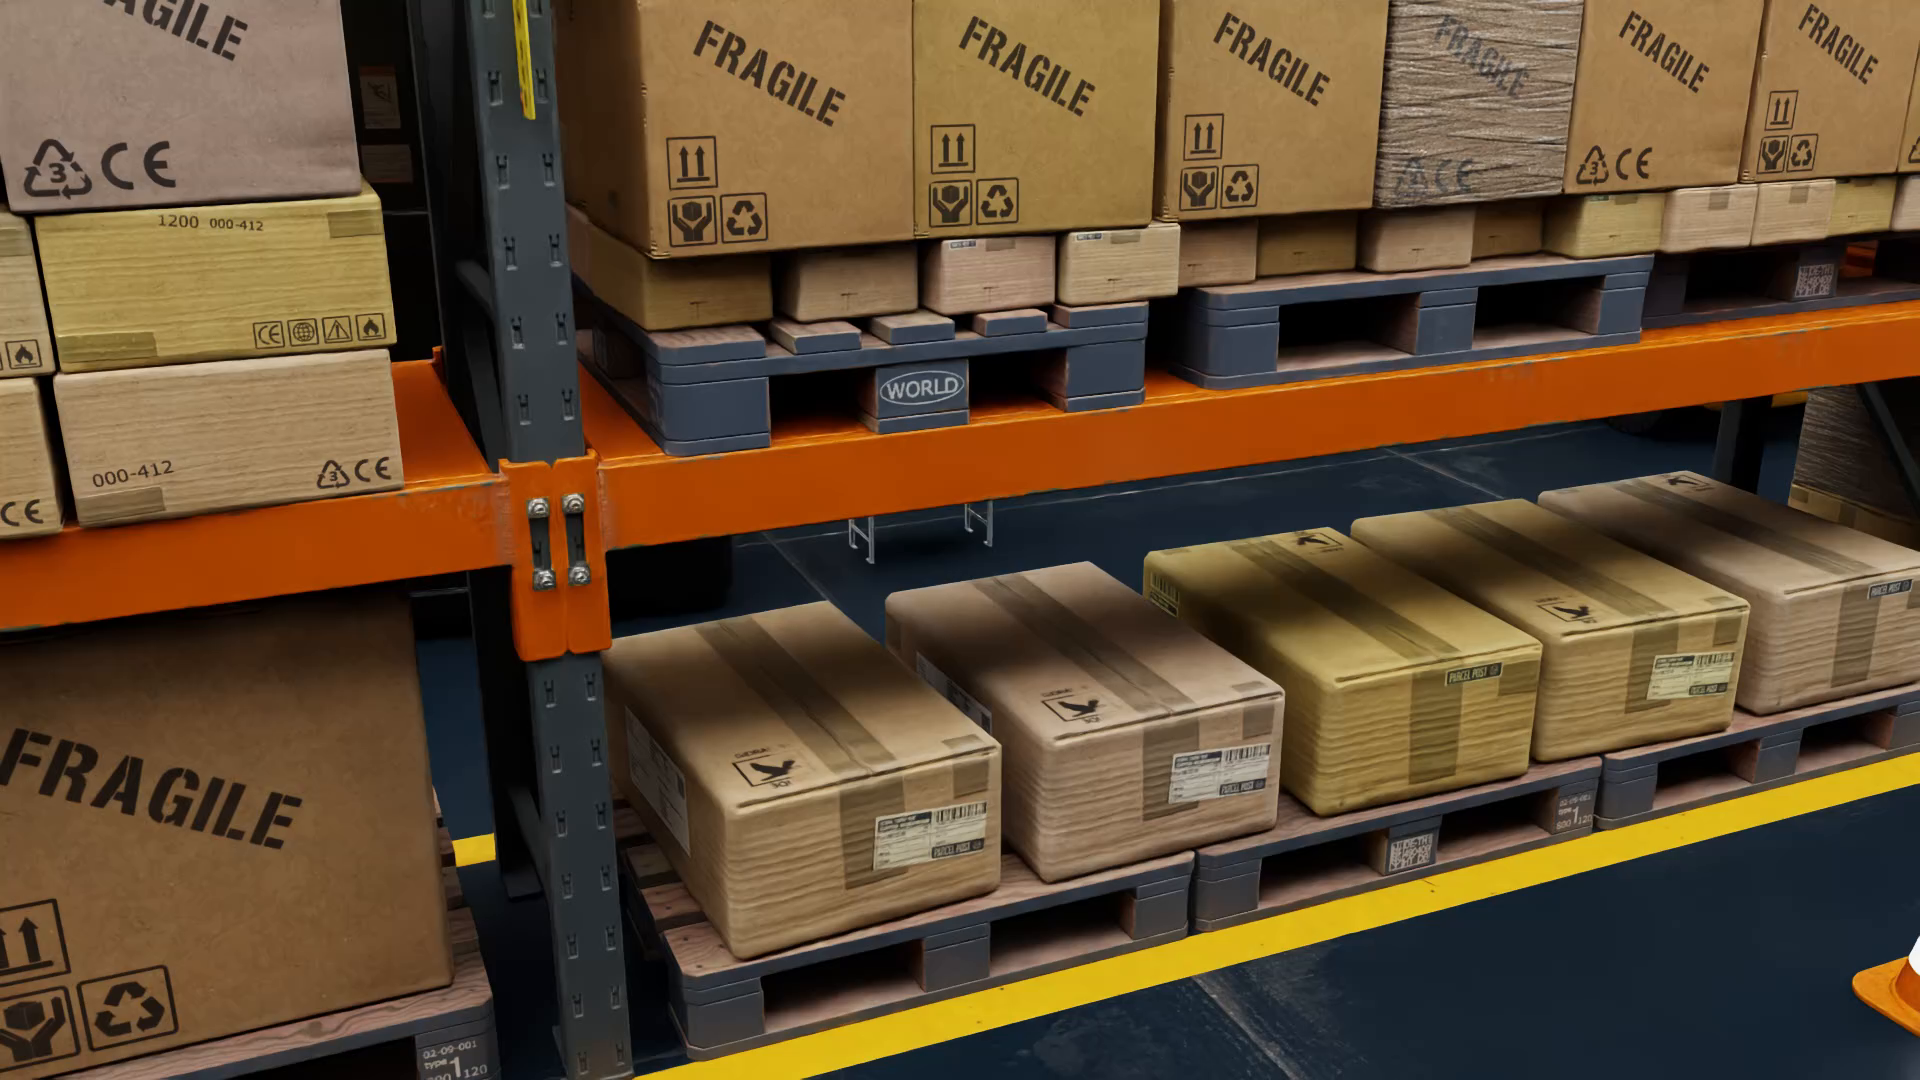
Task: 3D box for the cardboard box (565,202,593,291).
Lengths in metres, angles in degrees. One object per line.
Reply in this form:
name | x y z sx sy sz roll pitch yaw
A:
cardboard box | -0.713 -0.653 3.606 0.250 0.149 0.380 -7 21 -20

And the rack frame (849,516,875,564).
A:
rack frame | -0.376 -0.512 6.170 0.015 1.200 0.240 -8 21 -22

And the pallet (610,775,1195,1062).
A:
pallet | -0.202 0.754 4.062 1.213 0.211 1.003 -8 21 -22

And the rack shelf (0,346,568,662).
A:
rack shelf | -2.757 0.144 2.680 4.000 0.370 1.077 -8 21 -22

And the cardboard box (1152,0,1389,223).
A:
cardboard box | 0.545 -0.975 3.545 0.500 0.500 0.500 -8 21 -21

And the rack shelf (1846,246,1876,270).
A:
rack shelf | 4.589 -0.909 5.669 4.000 0.370 1.077 -8 21 -22

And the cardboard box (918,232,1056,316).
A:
cardboard box | -0.006 -0.573 3.379 0.250 0.149 0.380 -10 22 -25

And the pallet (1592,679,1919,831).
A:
pallet | 2.038 0.433 4.973 1.213 0.211 1.003 -8 21 -22

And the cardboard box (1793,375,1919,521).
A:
cardboard box | 3.189 -0.399 5.518 0.500 0.500 0.500 -8 21 -23

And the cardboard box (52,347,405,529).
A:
cardboard box | -1.282 -0.242 2.919 0.500 0.250 0.500 -9 21 -24

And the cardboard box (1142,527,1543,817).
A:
cardboard box | 0.975 0.314 4.438 0.625 0.372 0.950 -7 21 -20

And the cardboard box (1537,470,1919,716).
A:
cardboard box | 2.272 0.126 4.971 0.625 0.372 0.950 -8 21 -21

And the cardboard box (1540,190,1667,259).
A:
cardboard box | 1.447 -0.783 3.974 0.250 0.149 0.380 -8 21 -22

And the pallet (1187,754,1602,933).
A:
pallet | 0.916 0.595 4.514 1.213 0.211 1.003 -8 21 -22

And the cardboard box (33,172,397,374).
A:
cardboard box | -1.265 -0.482 2.849 0.500 0.250 0.500 -8 21 -22

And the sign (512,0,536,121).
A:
sign | -0.698 -0.836 2.636 0.005 0.325 0.100 -8 21 -22

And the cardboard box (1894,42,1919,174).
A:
cardboard box | 2.419 -1.240 4.295 0.500 0.500 0.500 -9 21 -23

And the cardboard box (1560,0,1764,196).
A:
cardboard box | 1.488 -1.108 3.921 0.500 0.500 0.500 -7 21 -20

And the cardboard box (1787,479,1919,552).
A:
cardboard box | 3.189 -0.046 5.643 0.500 0.250 0.500 -7 21 -19

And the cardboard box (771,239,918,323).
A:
cardboard box | -0.276 -0.551 3.317 0.250 0.149 0.380 -10 22 -25

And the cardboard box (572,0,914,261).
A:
cardboard box | -0.416 -0.833 3.140 0.500 0.500 0.500 -9 21 -23

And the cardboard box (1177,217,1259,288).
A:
cardboard box | 0.445 -0.658 3.622 0.250 0.149 0.380 -7 21 -19

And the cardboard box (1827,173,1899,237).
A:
cardboard box | 2.140 -0.883 4.260 0.250 0.149 0.380 -9 21 -24

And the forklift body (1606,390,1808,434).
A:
forklift body | 3.437 -1.818 8.447 1.214 2.155 2.313 -8 21 -22

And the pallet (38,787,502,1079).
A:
pallet | -1.674 0.937 3.542 1.213 0.211 1.003 -8 21 -22

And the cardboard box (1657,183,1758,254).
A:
cardboard box | 1.685 -0.804 4.034 0.250 0.149 0.380 -8 21 -21

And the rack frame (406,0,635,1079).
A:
rack frame | -0.920 -0.459 3.308 0.127 3.000 1.000 -8 21 -22

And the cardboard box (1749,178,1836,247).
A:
cardboard box | 1.918 -0.838 4.132 0.250 0.149 0.380 -9 21 -23

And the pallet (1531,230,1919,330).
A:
pallet | 1.993 -0.838 4.675 1.213 0.211 1.003 -8 21 -22

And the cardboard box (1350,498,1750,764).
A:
cardboard box | 1.613 0.222 4.699 0.625 0.372 0.950 -7 21 -19

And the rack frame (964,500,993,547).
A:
rack frame | 0.072 -0.576 6.352 0.015 1.200 0.240 -8 21 -22

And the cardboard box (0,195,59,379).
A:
cardboard box | -1.734 -0.414 2.654 0.500 0.250 0.500 -9 21 -23

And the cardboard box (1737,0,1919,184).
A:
cardboard box | 1.964 -1.174 4.109 0.500 0.500 0.500 -8 21 -22

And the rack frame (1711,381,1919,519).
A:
rack frame | 2.752 -0.985 4.802 0.127 3.000 1.000 -8 21 -22

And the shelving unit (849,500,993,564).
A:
shelving unit | -0.152 -0.544 6.261 0.503 1.200 0.258 -8 21 -22

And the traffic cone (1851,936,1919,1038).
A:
traffic cone | 2.168 0.802 3.548 0.334 0.463 0.336 -8 21 -22

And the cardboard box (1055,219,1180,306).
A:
cardboard box | 0.255 -0.603 3.464 0.250 0.149 0.380 -8 21 -22

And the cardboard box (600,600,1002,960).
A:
cardboard box | -0.398 0.512 3.877 0.625 0.372 0.950 -10 22 -26

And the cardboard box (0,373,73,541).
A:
cardboard box | -1.745 -0.170 2.714 0.500 0.250 0.500 -8 21 -21

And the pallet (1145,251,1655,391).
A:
pallet | 0.881 -0.641 4.115 1.213 0.211 1.003 -8 21 -22

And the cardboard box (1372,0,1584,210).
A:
cardboard box | 1.007 -1.039 3.725 0.500 0.500 0.500 -9 21 -24

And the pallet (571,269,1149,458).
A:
pallet | -0.308 -0.494 3.698 1.003 0.211 1.213 -8 21 -22

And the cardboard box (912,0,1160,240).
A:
cardboard box | 0.060 -0.903 3.341 0.500 0.500 0.500 -7 21 -19

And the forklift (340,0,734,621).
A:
forklift | -2.375 -1.189 5.487 3.031 2.935 1.130 -5 20 -13

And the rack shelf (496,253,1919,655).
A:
rack shelf | 0.916 -0.382 4.175 4.000 0.370 1.077 -8 21 -22

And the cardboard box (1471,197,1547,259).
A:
cardboard box | 1.164 -0.779 3.965 0.250 0.149 0.380 -9 21 -24

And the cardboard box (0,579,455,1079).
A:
cardboard box | -1.588 0.411 3.405 0.875 0.875 0.875 -8 21 -22

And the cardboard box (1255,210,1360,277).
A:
cardboard box | 0.689 -0.708 3.761 0.250 0.149 0.380 -7 21 -20

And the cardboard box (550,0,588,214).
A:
cardboard box | -0.613 -0.989 3.583 0.500 0.500 0.500 -9 21 -23

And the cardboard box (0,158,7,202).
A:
cardboard box | -1.759 -0.760 2.507 0.500 0.500 0.500 -8 21 -21

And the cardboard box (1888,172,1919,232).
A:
cardboard box | 2.389 -0.913 4.343 0.250 0.149 0.380 -8 21 -21

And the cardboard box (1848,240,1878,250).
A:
cardboard box | 2.927 -1.002 5.228 0.250 0.149 0.380 -8 21 -22

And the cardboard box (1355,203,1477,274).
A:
cardboard box | 0.955 -0.722 3.802 0.250 0.149 0.380 -7 21 -20

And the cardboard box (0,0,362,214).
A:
cardboard box | -1.292 -0.830 2.705 0.500 0.500 0.500 -9 21 -23

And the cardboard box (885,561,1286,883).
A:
cardboard box | 0.277 0.412 4.160 0.625 0.372 0.950 -9 21 -23

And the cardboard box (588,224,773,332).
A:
cardboard box | -0.548 -0.524 3.240 0.250 0.149 0.380 -9 22 -25
